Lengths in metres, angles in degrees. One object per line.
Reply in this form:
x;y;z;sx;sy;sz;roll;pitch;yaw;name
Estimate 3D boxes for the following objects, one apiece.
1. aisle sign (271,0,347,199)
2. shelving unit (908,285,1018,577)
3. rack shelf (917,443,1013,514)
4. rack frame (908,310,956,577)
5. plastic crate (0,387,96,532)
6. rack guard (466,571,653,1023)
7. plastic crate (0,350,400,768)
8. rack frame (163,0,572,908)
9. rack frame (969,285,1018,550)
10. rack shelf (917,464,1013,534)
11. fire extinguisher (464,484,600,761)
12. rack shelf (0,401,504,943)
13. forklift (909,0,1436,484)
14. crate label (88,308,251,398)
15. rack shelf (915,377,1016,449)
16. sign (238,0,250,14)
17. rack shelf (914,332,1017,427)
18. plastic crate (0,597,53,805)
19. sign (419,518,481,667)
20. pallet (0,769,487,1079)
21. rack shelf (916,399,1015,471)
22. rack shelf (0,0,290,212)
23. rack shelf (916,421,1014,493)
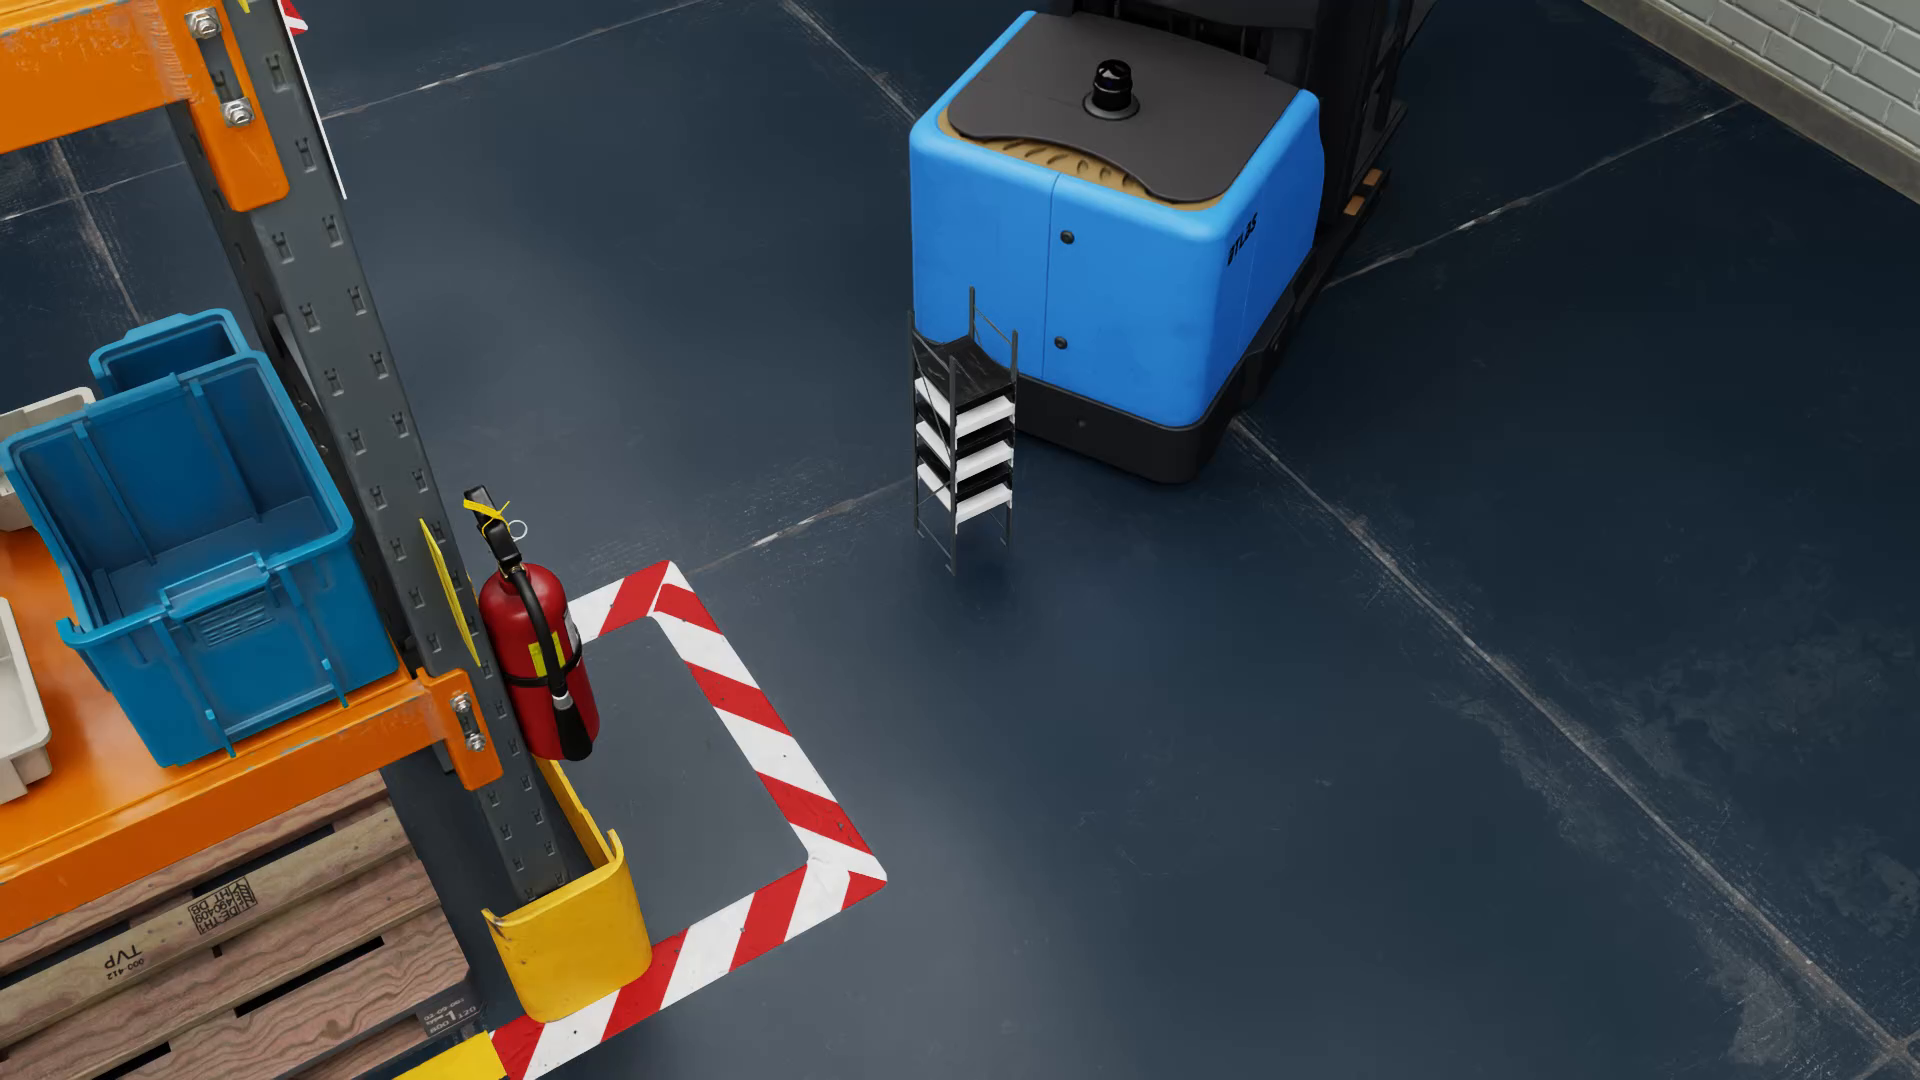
-1.022;-0.895;2.298;0.004;0.787;0.394;-25;53;-21;aisle sign
0.007;-0.303;4.917;0.210;0.900;0.258;-25;53;-21;shelving unit
0.007;-0.220;5.009;0.200;0.077;0.258;-25;53;-21;rack shelf
-0.079;-0.262;4.881;0.006;0.900;0.240;-25;53;-21;rack frame
-1.939;-0.153;3.514;0.298;0.136;0.250;-25;53;-21;plastic crate
-1.225;0.627;4.357;0.348;0.500;1.175;-25;53;-21;rack guard
-1.422;0.033;3.148;0.499;0.435;0.616;-25;53;-21;plastic crate
-1.239;-0.187;3.408;0.127;3.000;1.000;-25;53;-21;rack frame
0.093;-0.343;4.953;0.006;0.900;0.240;-25;53;-21;rack frame
0.007;-0.161;5.076;0.200;0.077;0.258;-25;53;-21;rack shelf
-0.869;0.190;3.374;0.183;0.674;0.296;-25;53;-21;fire extinguisher
-2.930;0.850;2.967;4.000;0.370;1.077;-25;53;-21;rack shelf
0.983;-2.257;5.298;1.130;2.935;3.031;22;52;19;forklift
-1.623;-0.260;3.545;0.303;0.233;0.416;-25;53;-21;crate label
0.007;-0.400;4.807;0.200;0.077;0.258;-25;53;-21;rack shelf
-0.932;-0.808;2.023;0.005;0.325;0.100;-25;53;-21;sign
0.007;-0.460;4.740;0.200;0.077;0.258;-25;53;-21;rack shelf
-1.832;0.320;3.092;0.243;0.136;0.396;-25;53;-21;plastic crate
-0.932;0.100;3.043;0.005;0.325;0.100;-25;53;-21;sign
-1.957;1.045;4.178;1.213;0.211;1.003;-25;53;-21;pallet
0.007;-0.340;4.874;0.200;0.077;0.258;-25;53;-21;rack shelf
-2.930;-0.148;1.846;4.000;0.370;1.077;-25;53;-21;rack shelf
0.007;-0.280;4.942;0.200;0.077;0.258;-25;53;-21;rack shelf
